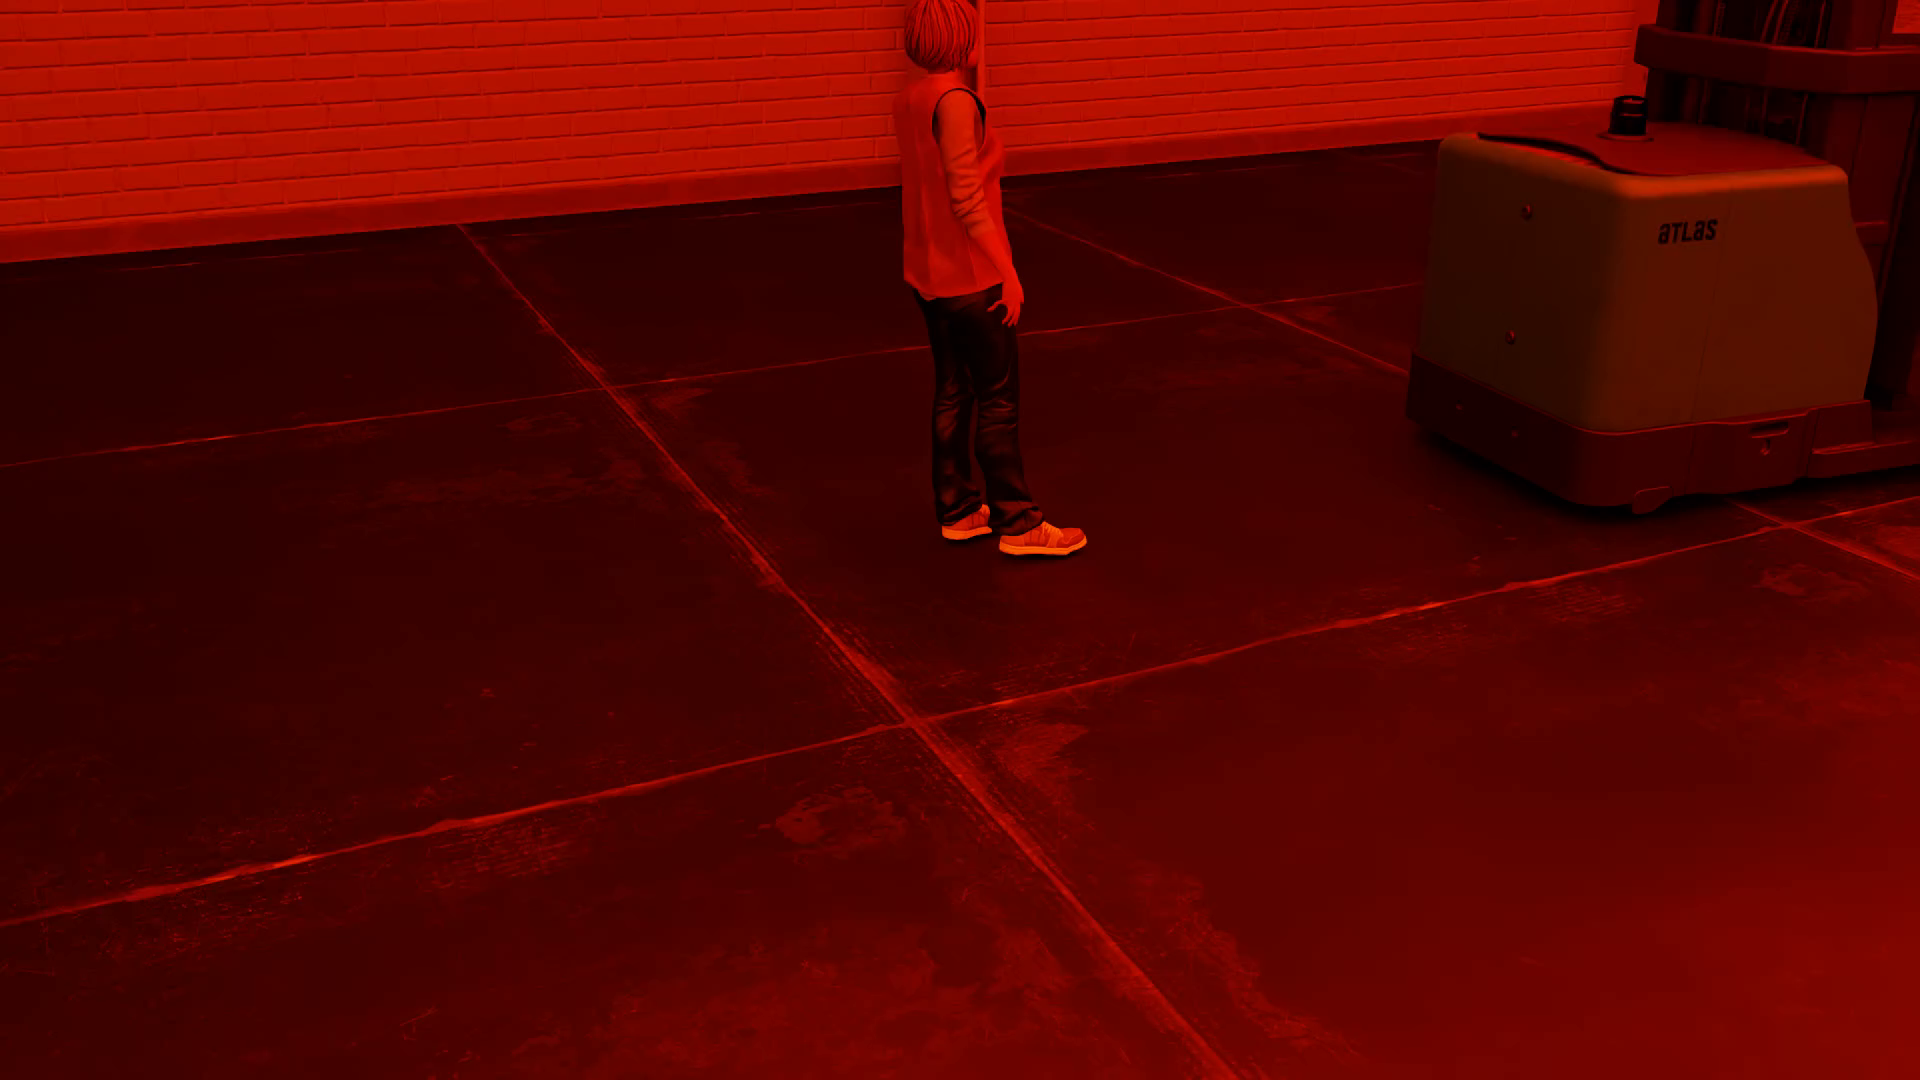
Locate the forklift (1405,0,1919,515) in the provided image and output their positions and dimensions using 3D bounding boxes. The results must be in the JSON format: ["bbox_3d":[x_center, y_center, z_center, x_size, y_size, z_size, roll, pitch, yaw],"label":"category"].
[{"bbox_3d":[3.181,-1.763,5.531,3.031,2.935,1.130,-8,24,-18],"label":"forklift"}]

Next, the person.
[{"bbox_3d":[0.074,-0.752,4.815,0.473,1.599,0.520,-10,25,-23],"label":"person"}]
